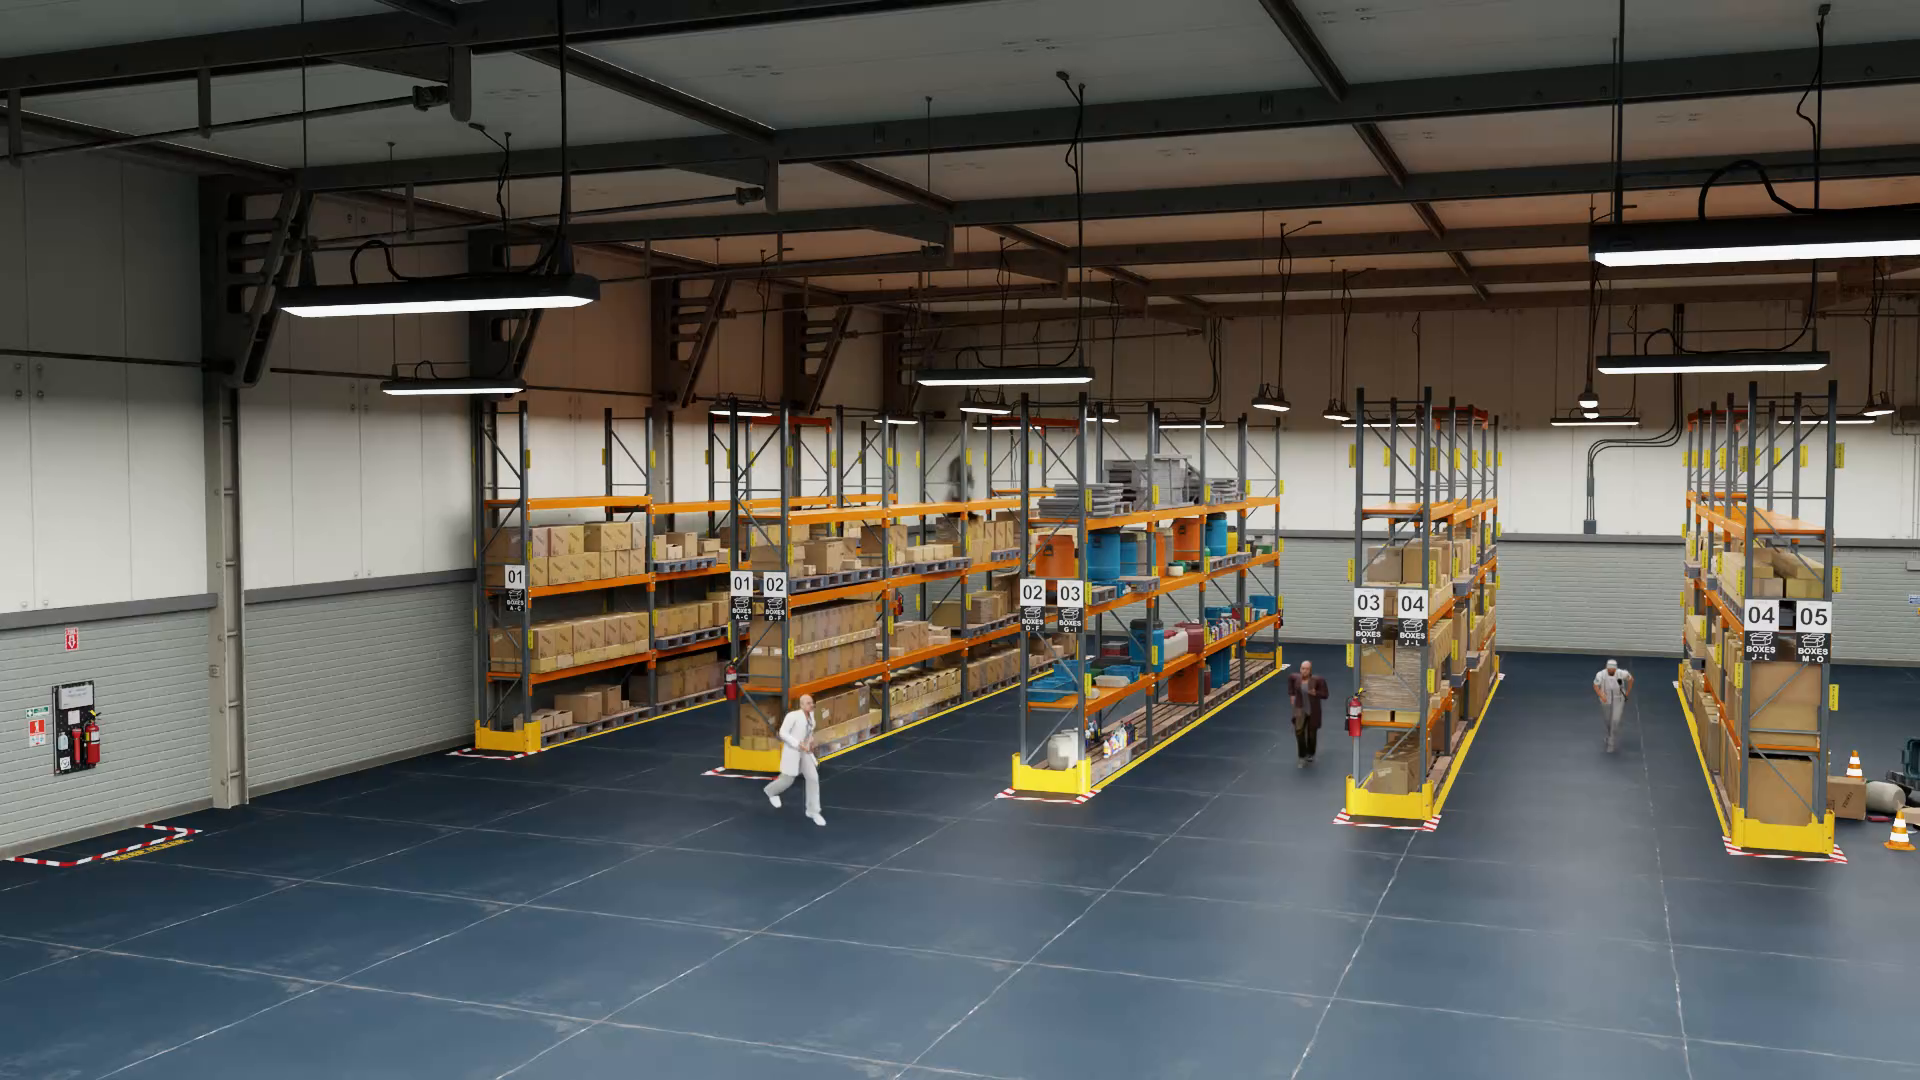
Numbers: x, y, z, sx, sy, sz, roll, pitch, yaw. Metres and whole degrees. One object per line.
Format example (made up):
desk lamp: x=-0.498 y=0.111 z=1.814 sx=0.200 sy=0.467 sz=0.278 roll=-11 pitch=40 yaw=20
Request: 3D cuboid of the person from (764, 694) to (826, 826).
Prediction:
person: x=-2.290 y=3.008 z=23.060 sx=1.188 sy=1.778 sz=0.712 roll=3 pitch=4 yaw=43

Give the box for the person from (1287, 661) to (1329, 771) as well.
person: x=5.635 y=2.822 z=26.963 sx=0.693 sy=1.770 sz=1.012 roll=1 pitch=3 yaw=16

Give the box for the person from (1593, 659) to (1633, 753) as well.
person: x=11.275 y=2.836 z=28.728 sx=0.640 sy=1.628 sz=1.028 roll=1 pitch=3 yaw=21
